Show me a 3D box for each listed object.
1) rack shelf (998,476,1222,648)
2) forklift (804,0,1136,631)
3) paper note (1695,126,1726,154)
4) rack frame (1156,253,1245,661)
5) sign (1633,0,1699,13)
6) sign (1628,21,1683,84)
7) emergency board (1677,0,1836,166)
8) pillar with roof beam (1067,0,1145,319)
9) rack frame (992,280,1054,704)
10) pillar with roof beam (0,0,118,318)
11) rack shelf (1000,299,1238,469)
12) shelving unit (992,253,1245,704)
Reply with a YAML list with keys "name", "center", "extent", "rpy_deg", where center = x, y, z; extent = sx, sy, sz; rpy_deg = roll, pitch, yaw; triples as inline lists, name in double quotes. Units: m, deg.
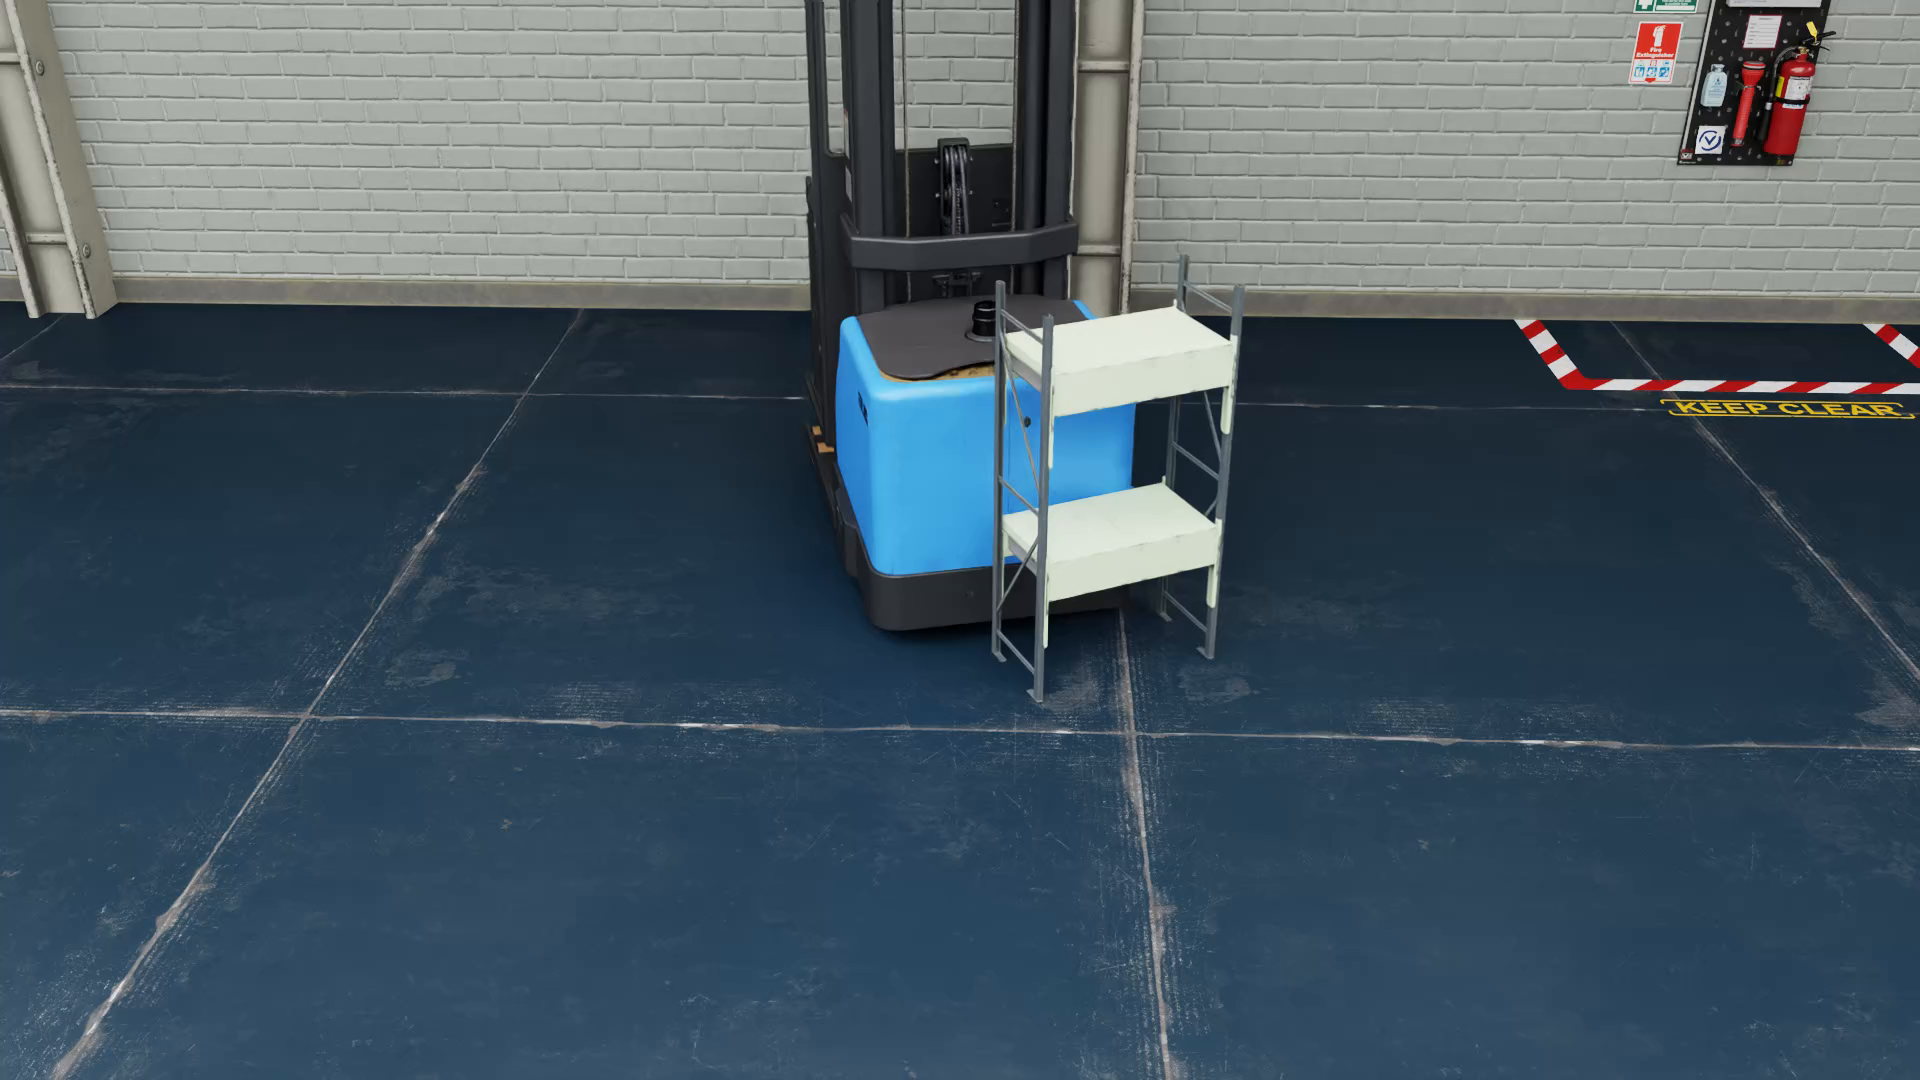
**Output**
- name: "rack shelf"
  center: [0.548, 0.071, 6.211]
  extent: [0.720, 0.370, 0.431]
  rpy_deg: [-12, 30, -21]
- name: "forklift"
  center: [-0.124, -1.614, 7.166]
  extent: [1.130, 2.935, 3.031]
  rpy_deg: [-6, 28, -10]
- name: "paper note"
  center: [4.122, -2.198, 9.133]
  extent: [0.142, 0.148, 0.016]
  rpy_deg: [1, 28, 2]
- name: "rack frame"
  center: [0.883, -0.287, 6.190]
  extent: [0.023, 1.500, 0.400]
  rpy_deg: [-12, 30, -21]
- name: "sign"
  center: [3.752, -2.855, 8.829]
  extent: [0.331, 0.109, 0.001]
  rpy_deg: [1, 28, 2]
- name: "sign"
  center: [3.748, -2.625, 8.961]
  extent: [0.234, 0.329, 0.001]
  rpy_deg: [1, 28, 2]
- name: "emergency board"
  center: [4.297, -2.552, 8.861]
  extent: [0.643, 1.169, 0.194]
  rpy_deg: [1, 28, 2]
- name: "pillar with roof beam"
  center: [0.617, -3.228, 3.731]
  extent: [0.400, 9.000, 9.100]
  rpy_deg: [1, 28, 2]
- name: "rack frame"
  center: [0.214, -0.147, 5.926]
  extent: [0.023, 1.500, 0.400]
  rpy_deg: [-12, 30, -21]
- name: "pillar with roof beam"
  center: [-5.380, -3.327, 3.918]
  extent: [0.400, 9.000, 9.100]
  rpy_deg: [1, 28, 2]
- name: "rack shelf"
  center: [0.549, -0.562, 5.875]
  extent: [0.720, 0.370, 0.431]
  rpy_deg: [-12, 30, -21]
- name: "shelving unit"
  center: [0.549, -0.217, 6.058]
  extent: [0.755, 1.500, 0.431]
  rpy_deg: [-12, 30, -21]
